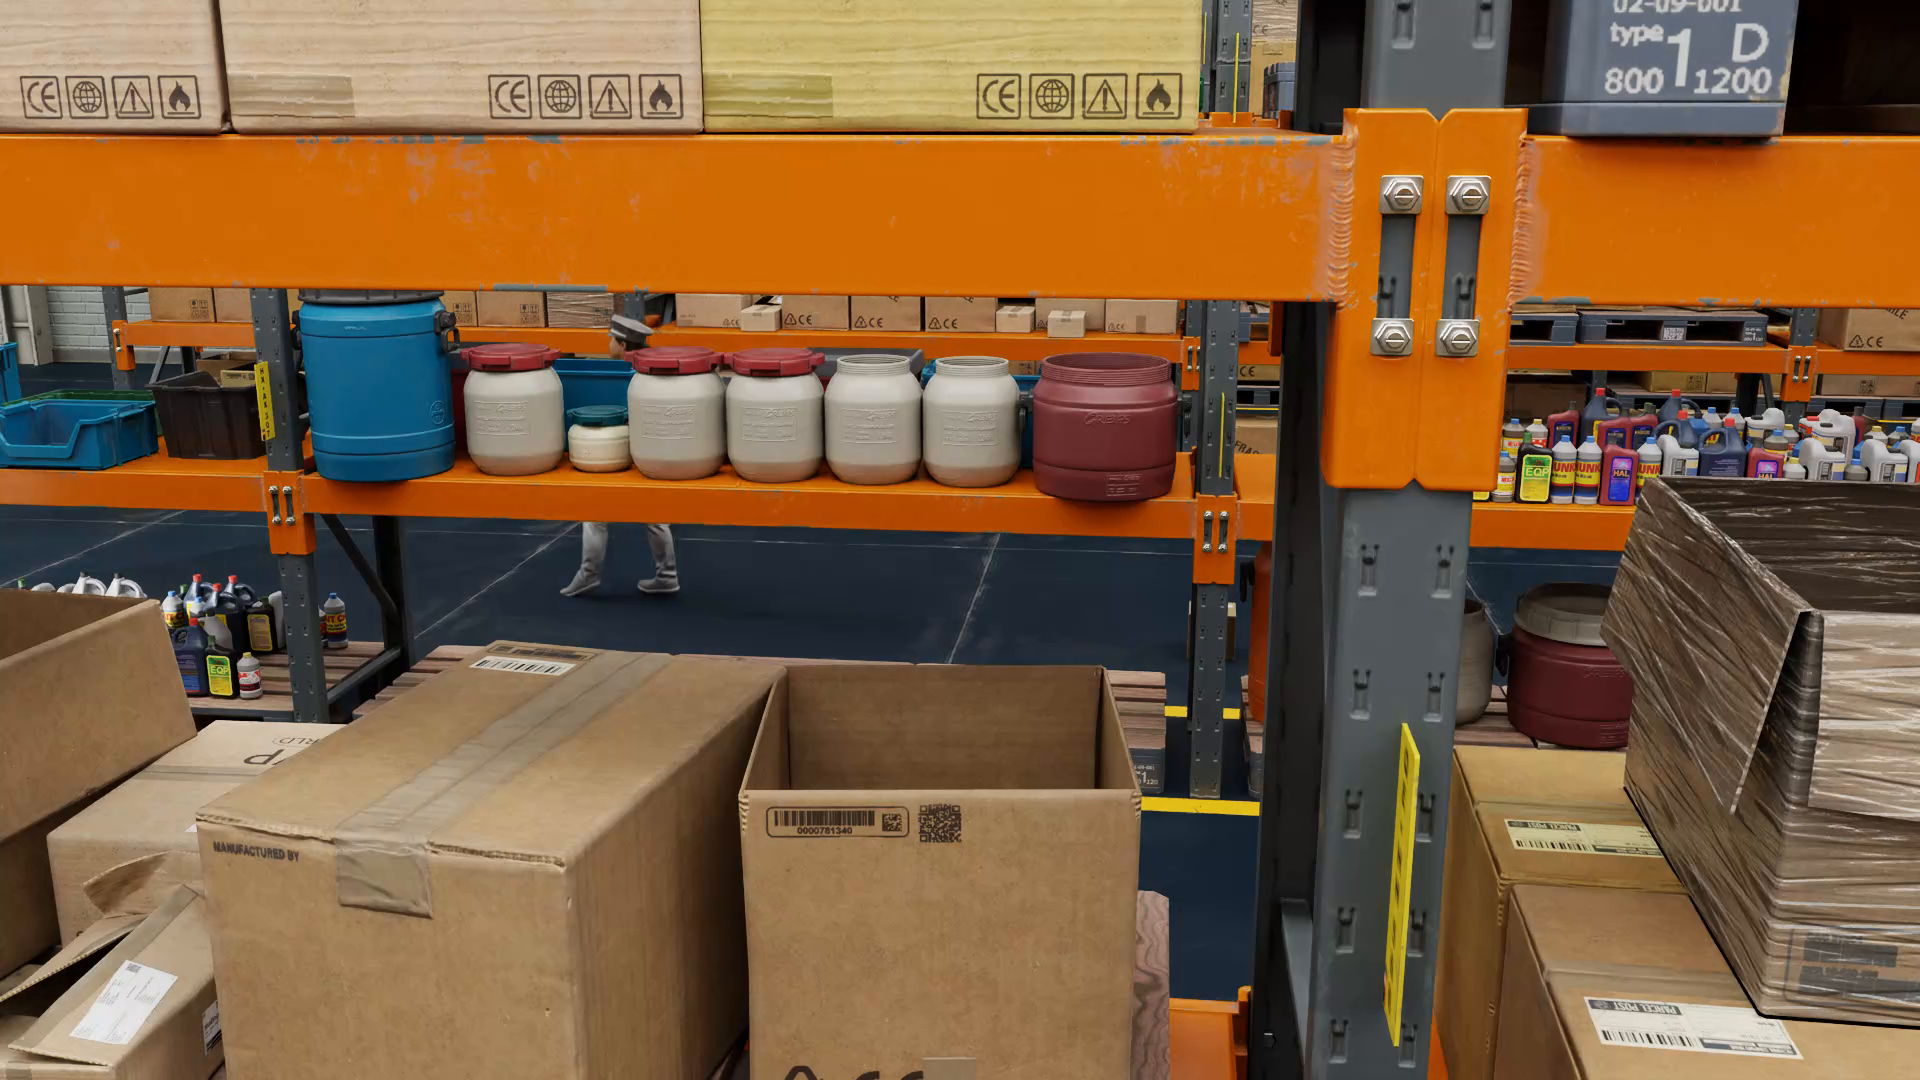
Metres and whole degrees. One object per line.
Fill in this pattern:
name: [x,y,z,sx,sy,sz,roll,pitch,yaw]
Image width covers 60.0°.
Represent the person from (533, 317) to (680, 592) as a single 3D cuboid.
person: [-2.122,-0.512,9.904,0.920,1.645,0.493,6,16,22]
